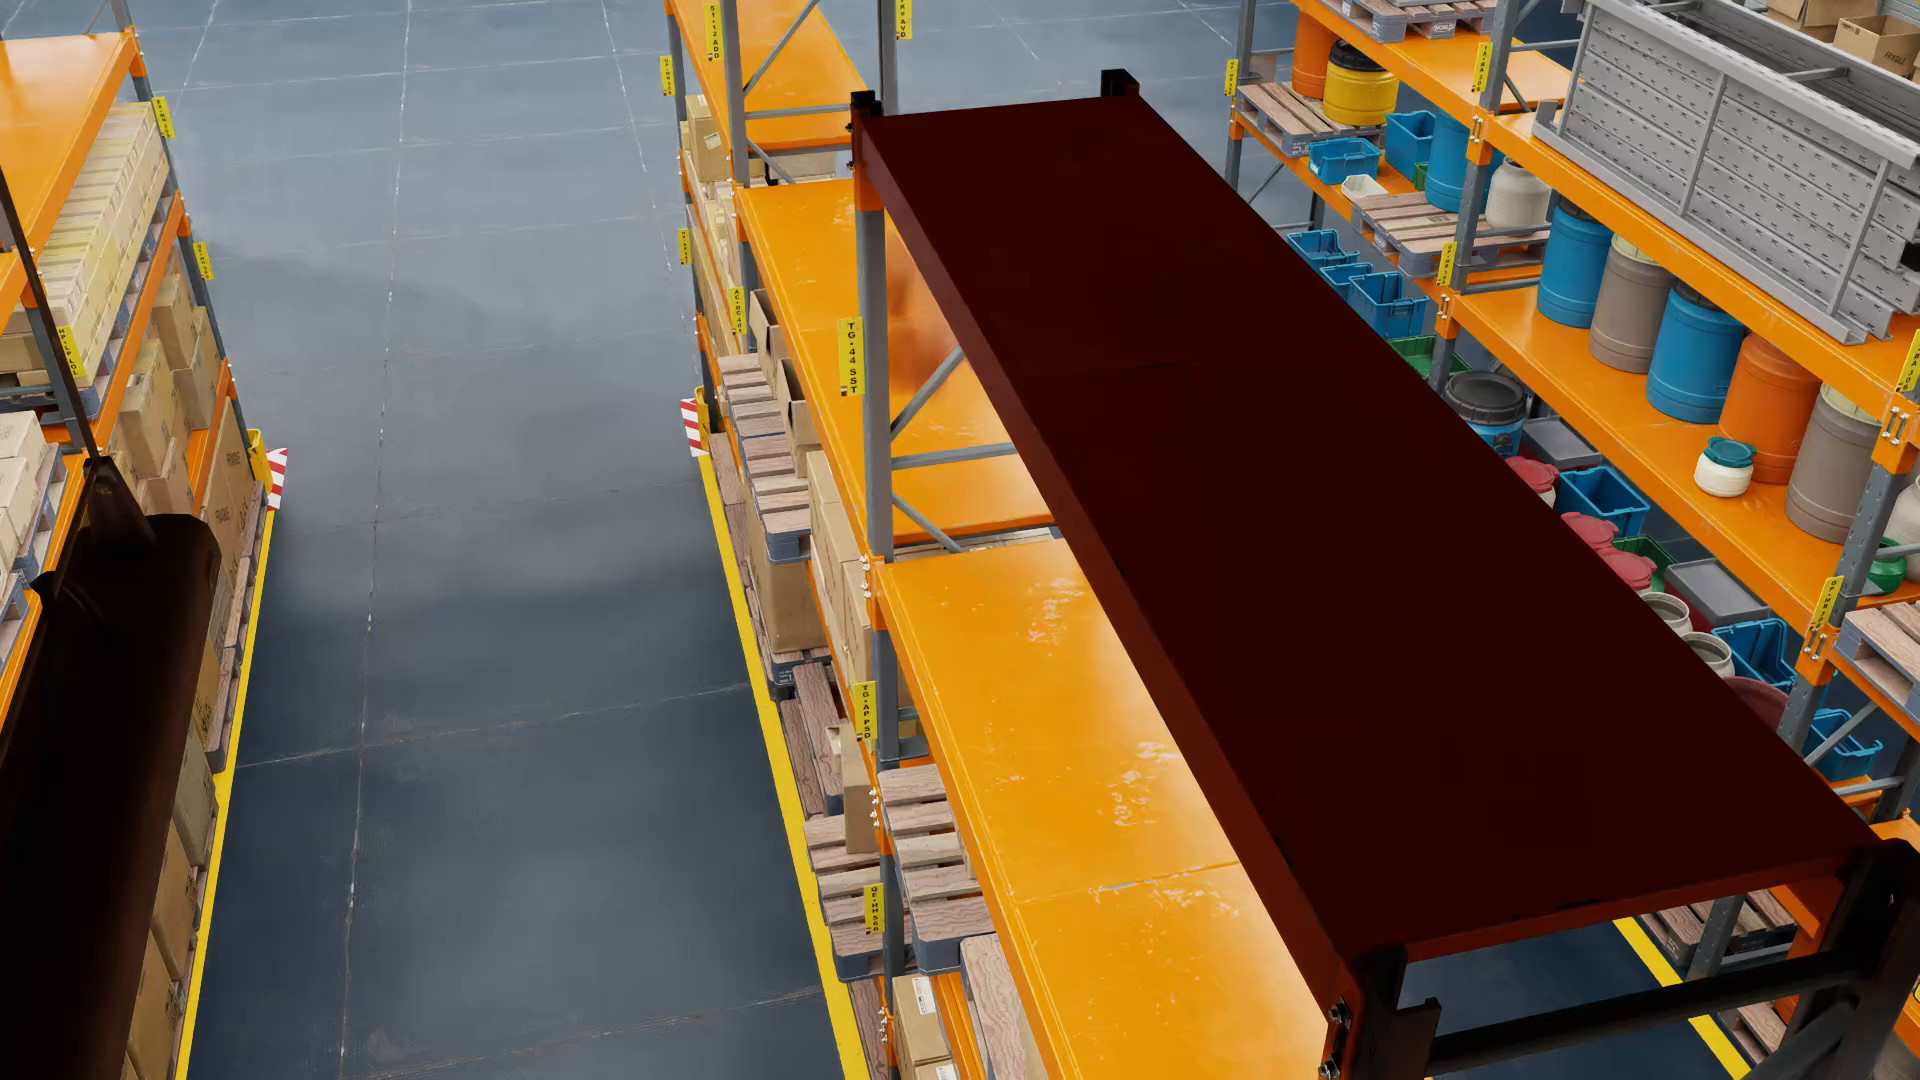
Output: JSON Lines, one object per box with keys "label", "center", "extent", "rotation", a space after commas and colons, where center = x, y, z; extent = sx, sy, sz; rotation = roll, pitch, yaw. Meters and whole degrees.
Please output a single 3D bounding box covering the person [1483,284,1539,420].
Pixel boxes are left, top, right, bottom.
{"label": "person", "center": [5.024, -1.637, 14.977], "extent": [0.705, 1.717, 0.586], "rotation": [-16, 38, -22]}
